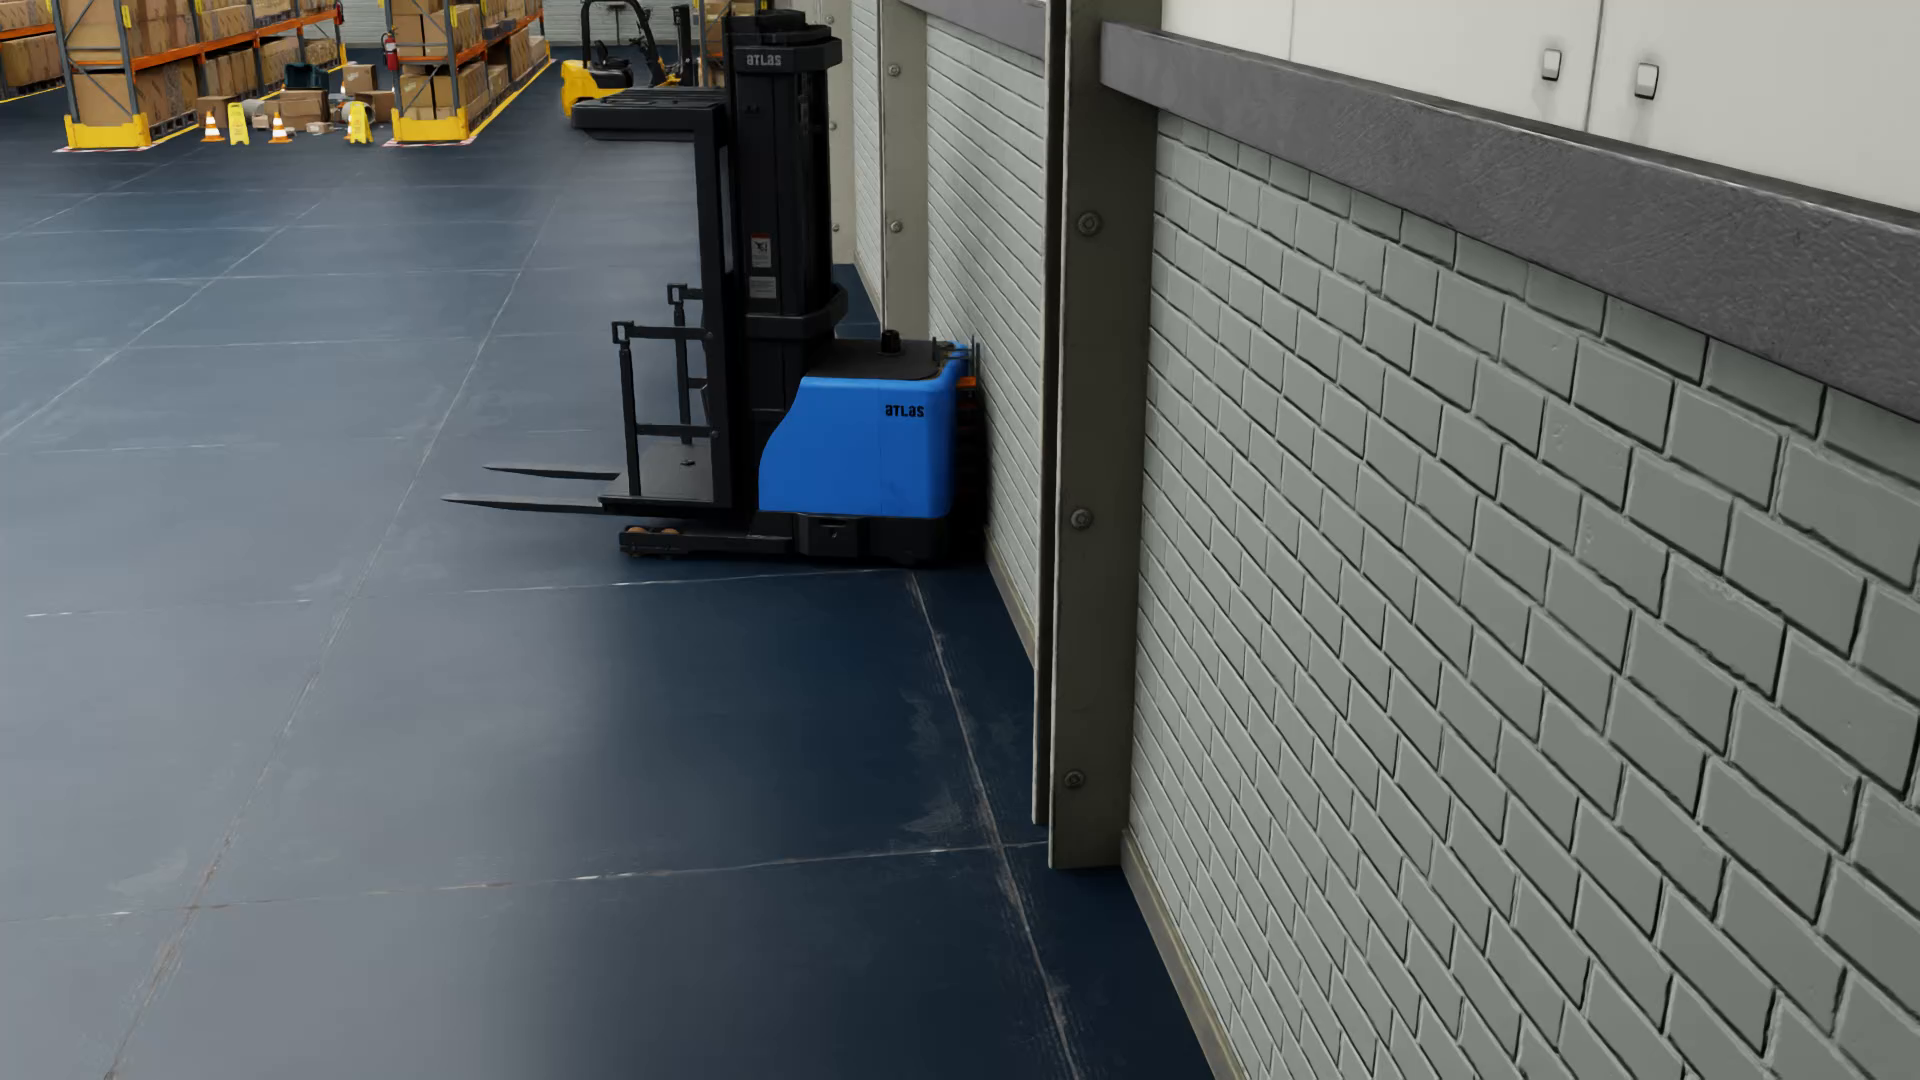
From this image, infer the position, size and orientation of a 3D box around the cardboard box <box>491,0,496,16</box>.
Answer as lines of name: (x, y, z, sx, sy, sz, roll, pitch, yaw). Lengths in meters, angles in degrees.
cardboard box: (-9.183, -10.285, 31.798, 0.500, 0.500, 0.500, -3, 21, -8)

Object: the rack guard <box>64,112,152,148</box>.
rack guard: (-13.572, -6.531, 26.488, 1.175, 0.500, 0.348, -3, 21, -8)

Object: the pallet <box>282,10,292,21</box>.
pallet: (-15.339, -11.503, 36.502, 1.003, 0.211, 1.213, -3, 21, -8)

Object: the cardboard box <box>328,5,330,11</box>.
cardboard box: (-15.556, -12.946, 40.449, 0.380, 0.149, 0.250, -3, 21, -8)

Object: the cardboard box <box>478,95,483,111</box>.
cardboard box: (-8.762, -7.737, 29.474, 0.500, 0.250, 0.500, -3, 21, -7)

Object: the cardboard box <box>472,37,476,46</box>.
cardboard box: (-8.771, -8.815, 29.389, 0.380, 0.149, 0.250, -3, 21, -9)

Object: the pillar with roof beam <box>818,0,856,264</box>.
pillar with roof beam: (-5.519, -6.972, 15.521, 9.100, 9.000, 0.400, -3, 21, -8)

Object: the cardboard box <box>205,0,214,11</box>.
cardboard box: (-14.378, -10.135, 30.993, 0.700, 0.500, 0.500, -3, 21, -7)

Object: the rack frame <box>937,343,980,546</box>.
rack frame: (-0.009, -0.524, 9.402, 0.240, 1.200, 0.006, -3, 21, -7)

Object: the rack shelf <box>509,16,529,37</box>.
rack shelf: (-10.133, -11.120, 36.231, 1.077, 0.370, 4.000, -3, 21, -8)

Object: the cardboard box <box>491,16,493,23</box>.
cardboard box: (-9.209, -10.024, 32.027, 0.380, 0.149, 0.250, -3, 21, -7)

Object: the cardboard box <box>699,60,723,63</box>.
cardboard box: (-4.534, -8.648, 30.483, 0.500, 0.250, 0.500, -3, 21, -8)

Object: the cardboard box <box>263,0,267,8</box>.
cardboard box: (-14.754, -11.236, 34.845, 0.380, 0.149, 0.250, -3, 21, -8)

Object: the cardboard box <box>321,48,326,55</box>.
cardboard box: (-15.341, -11.634, 39.628, 0.380, 0.149, 0.250, -2, 21, -5)

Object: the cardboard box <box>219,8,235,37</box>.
cardboard box: (-14.178, -9.862, 31.690, 0.500, 0.500, 0.500, -3, 21, -7)

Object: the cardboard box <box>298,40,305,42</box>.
cardboard box: (-15.957, -11.927, 39.986, 0.380, 0.149, 0.250, -4, 21, -10)

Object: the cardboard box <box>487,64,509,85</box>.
cardboard box: (-9.773, -9.534, 34.112, 0.950, 0.372, 0.625, -4, 21, -11)

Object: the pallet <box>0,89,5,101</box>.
pallet: (-19.540, -8.688, 32.676, 1.003, 0.211, 1.213, -3, 21, -8)

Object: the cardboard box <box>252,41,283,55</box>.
cardboard box: (-14.720, -10.456, 35.324, 0.500, 0.250, 0.500, -3, 21, -7)

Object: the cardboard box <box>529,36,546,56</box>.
cardboard box: (-10.804, -12.308, 41.444, 0.875, 0.438, 0.875, -4, 21, -10)

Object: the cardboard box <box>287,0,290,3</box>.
cardboard box: (-15.053, -11.956, 36.773, 0.380, 0.149, 0.250, -2, 21, -6)

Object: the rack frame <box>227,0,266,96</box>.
rack frame: (-14.729, -10.480, 33.489, 1.000, 3.000, 0.127, -3, 21, -8)

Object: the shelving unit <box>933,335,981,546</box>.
shelving unit: (-0.021, -0.556, 9.487, 0.258, 1.200, 0.189, -3, 21, -7)

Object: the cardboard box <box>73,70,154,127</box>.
cardboard box: (-13.739, -7.143, 26.991, 0.875, 0.875, 0.875, -3, 21, -7)

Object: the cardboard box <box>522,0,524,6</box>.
cardboard box: (-10.117, -12.173, 37.522, 0.500, 0.250, 0.500, -3, 21, -8)

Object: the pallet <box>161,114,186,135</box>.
pallet: (-13.941, -7.098, 28.420, 1.003, 0.211, 1.213, -3, 21, -8)

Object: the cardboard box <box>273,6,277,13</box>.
cardboard box: (-14.861, -11.366, 35.619, 0.380, 0.149, 0.250, -2, 21, -5)

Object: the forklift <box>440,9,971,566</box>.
forklift: (-1.496, -1.447, 9.402, 3.031, 2.935, 1.130, 3, 21, 8)

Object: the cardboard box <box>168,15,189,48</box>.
cardboard box: (-13.985, -8.849, 28.907, 0.875, 0.550, 0.550, -3, 21, -8)

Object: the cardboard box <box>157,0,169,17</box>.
cardboard box: (-13.997, -9.163, 28.206, 0.875, 0.550, 0.550, -3, 21, -8)

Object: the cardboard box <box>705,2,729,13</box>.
cardboard box: (-4.041, -8.850, 27.629, 0.380, 0.149, 0.250, -3, 21, -8)

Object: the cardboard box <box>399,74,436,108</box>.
cardboard box: (-9.065, -7.519, 27.819, 0.500, 0.500, 0.500, -3, 21, -7)

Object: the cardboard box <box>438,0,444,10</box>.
cardboard box: (-9.157, -9.342, 28.445, 0.700, 0.500, 0.500, -3, 21, -8)

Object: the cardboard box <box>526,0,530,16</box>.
cardboard box: (-10.230, -12.372, 38.412, 0.500, 0.500, 0.500, -2, 21, -6)

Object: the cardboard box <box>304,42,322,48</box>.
cardboard box: (-15.416, -11.766, 39.557, 0.380, 0.149, 0.250, -4, 21, -10)

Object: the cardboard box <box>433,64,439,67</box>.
cardboard box: (-9.374, -8.409, 29.273, 0.380, 0.149, 0.250, -2, 21, -5)

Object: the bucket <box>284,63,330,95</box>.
bucket: (-11.851, -8.343, 30.273, 0.726, 0.611, 0.620, 4, 11, 11)

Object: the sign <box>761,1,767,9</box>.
sign: (-3.230, -8.715, 27.413, 0.100, 0.325, 0.005, -3, 21, -8)

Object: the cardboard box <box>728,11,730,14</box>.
cardboard box: (-4.025, -9.536, 30.819, 0.500, 0.500, 0.500, -3, 21, -8)

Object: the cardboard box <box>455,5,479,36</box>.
cardboard box: (-8.877, -9.247, 29.619, 0.500, 0.500, 0.500, -2, 21, -6)

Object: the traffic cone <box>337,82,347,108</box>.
traffic cone: (-11.864, -8.600, 32.081, 0.336, 0.463, 0.334, -3, 21, -8)

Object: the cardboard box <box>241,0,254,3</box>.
cardboard box: (-14.604, -11.009, 33.814, 0.380, 0.149, 0.250, -3, 21, -8)

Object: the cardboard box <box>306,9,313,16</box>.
cardboard box: (-15.228, -12.222, 38.513, 0.380, 0.149, 0.250, -3, 21, -7)

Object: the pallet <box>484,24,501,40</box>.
pallet: (-9.235, -9.562, 31.305, 1.003, 0.211, 1.213, -3, 21, -8)

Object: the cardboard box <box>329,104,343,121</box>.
cardboard box: (-11.275, -7.709, 29.976, 0.396, 0.266, 0.258, 17, 27, 39)

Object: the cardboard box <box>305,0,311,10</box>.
cardboard box: (-15.206, -12.406, 38.078, 0.500, 0.500, 0.500, -3, 21, -8)

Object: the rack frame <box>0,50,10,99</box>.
rack frame: (-19.651, -10.265, 32.913, 1.000, 3.000, 0.127, -3, 21, -8)

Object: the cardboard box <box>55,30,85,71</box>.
cardboard box: (-20.244, -11.084, 37.542, 0.875, 0.875, 0.875, -3, 21, -8)

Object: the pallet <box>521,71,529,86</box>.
pallet: (-10.057, -10.157, 36.608, 1.003, 0.211, 1.213, -3, 21, -8)
